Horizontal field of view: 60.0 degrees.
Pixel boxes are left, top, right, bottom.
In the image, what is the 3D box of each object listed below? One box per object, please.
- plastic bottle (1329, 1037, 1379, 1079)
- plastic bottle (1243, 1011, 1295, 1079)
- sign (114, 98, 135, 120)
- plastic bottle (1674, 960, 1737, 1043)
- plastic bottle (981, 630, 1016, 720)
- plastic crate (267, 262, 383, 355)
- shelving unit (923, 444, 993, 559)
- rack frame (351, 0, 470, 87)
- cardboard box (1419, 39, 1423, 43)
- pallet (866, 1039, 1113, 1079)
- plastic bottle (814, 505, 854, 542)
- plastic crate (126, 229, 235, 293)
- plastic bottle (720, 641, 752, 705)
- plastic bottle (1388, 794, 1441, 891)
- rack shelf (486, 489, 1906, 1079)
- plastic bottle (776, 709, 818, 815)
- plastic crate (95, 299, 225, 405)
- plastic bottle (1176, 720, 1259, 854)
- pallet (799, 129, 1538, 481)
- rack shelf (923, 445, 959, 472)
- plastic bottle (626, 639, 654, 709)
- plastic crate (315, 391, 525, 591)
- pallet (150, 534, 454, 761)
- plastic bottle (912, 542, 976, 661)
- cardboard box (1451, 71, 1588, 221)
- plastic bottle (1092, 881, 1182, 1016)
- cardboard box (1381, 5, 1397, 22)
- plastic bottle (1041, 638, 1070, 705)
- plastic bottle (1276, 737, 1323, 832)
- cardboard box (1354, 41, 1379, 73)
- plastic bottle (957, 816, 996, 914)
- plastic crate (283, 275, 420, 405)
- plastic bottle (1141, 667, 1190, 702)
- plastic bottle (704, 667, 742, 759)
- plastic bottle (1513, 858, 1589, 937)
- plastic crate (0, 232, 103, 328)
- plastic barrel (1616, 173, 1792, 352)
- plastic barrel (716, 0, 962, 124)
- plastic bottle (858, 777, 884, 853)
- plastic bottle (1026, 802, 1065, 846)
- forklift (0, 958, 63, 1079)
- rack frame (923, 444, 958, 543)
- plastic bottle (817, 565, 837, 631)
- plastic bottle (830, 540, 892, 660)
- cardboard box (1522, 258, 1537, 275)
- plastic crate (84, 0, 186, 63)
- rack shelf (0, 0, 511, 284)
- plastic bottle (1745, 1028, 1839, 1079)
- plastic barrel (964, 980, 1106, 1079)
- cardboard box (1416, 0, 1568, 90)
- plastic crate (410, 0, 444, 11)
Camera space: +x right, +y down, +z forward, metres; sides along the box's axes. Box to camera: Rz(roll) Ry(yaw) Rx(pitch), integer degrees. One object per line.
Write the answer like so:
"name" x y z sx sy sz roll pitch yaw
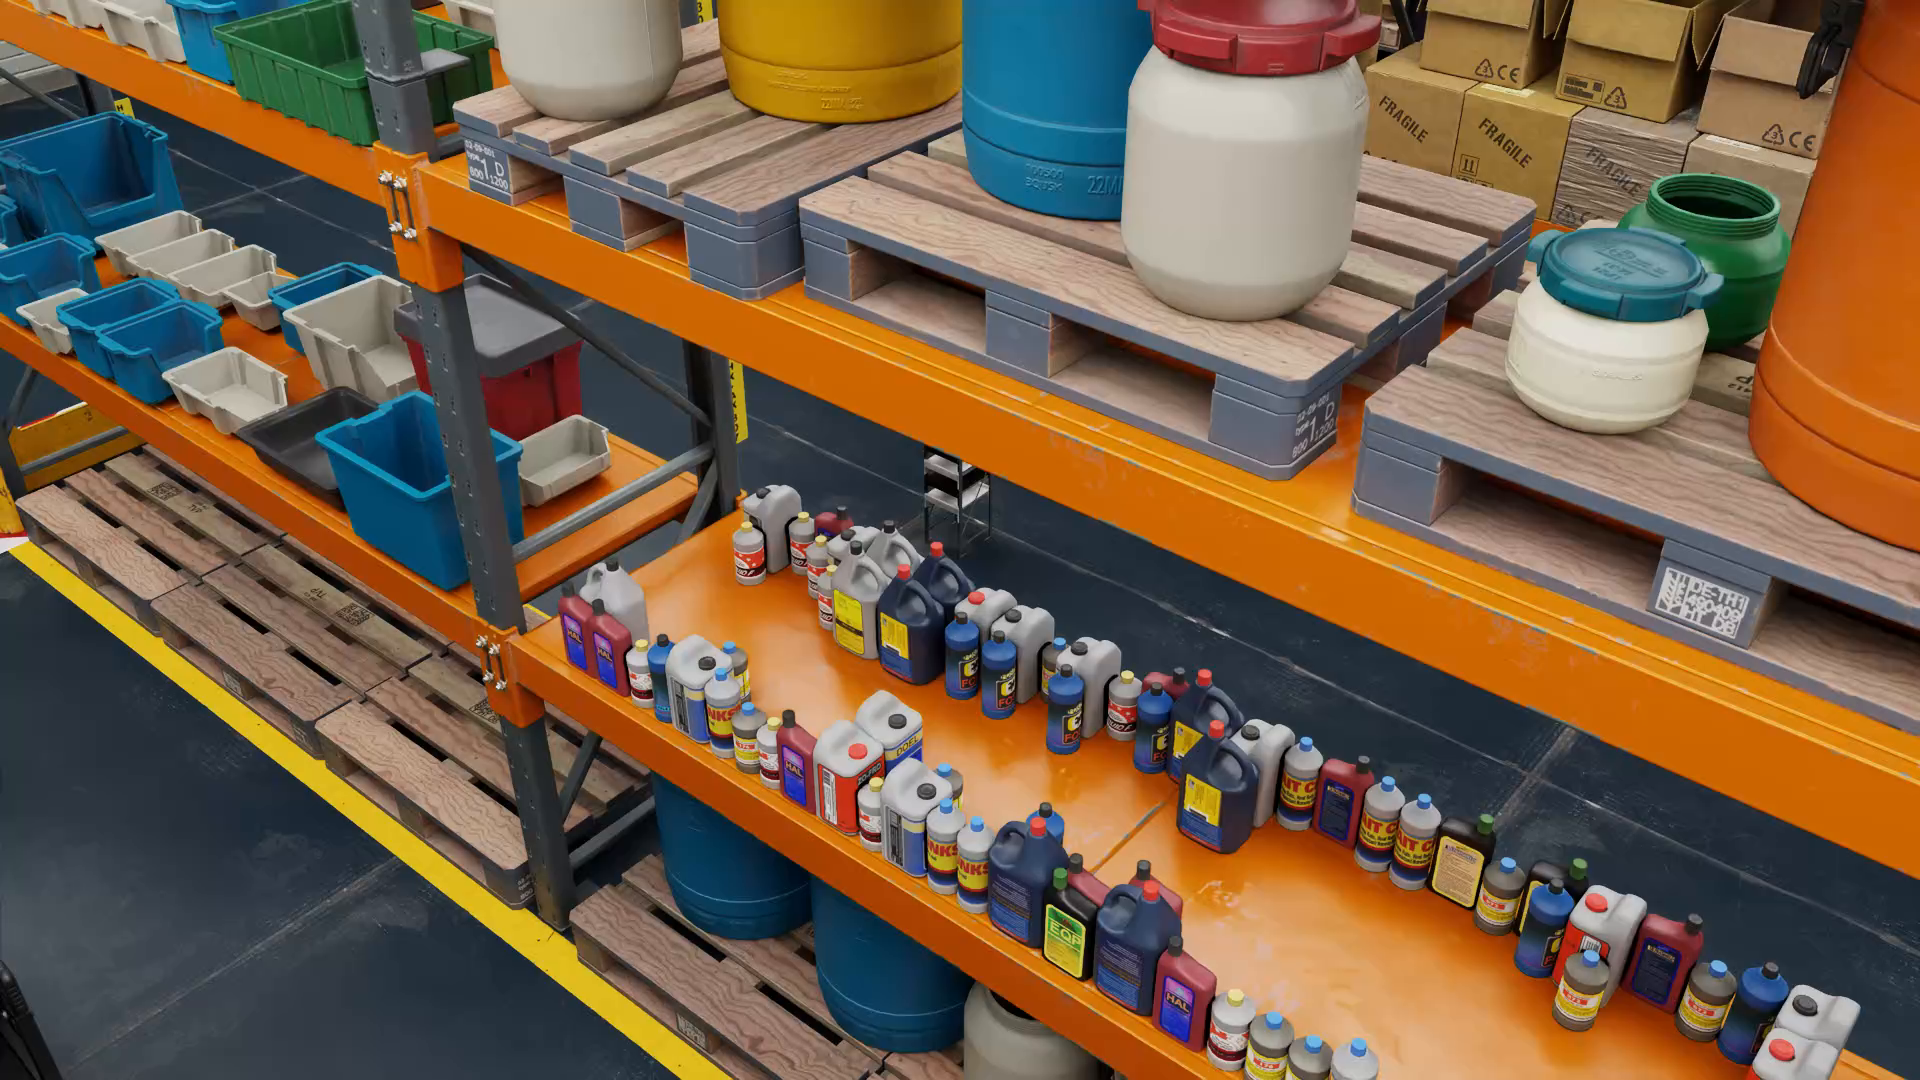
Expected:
"plastic bottle" 0.829 1.157 3.529 0.097 0.271 0.097 0 34 0
"plastic bottle" 0.680 1.115 3.652 0.097 0.201 0.097 0 34 0
"sign" -3.842 -1.871 7.680 0.005 0.325 0.100 25 42 32
"plastic bottle" 1.695 1.035 3.769 0.097 0.201 0.097 0 34 0
"plastic bottle" 0.109 0.370 4.675 0.097 0.271 0.097 0 34 0
"plastic crate" -2.439 -0.882 6.479 0.300 0.233 0.416 25 42 32
"shelving unit" -0.006 -0.374 7.500 0.210 0.900 0.258 25 42 32
"rack frame" -1.107 -2.583 3.562 0.127 3.000 1.000 25 42 32
"cardboard box" 2.596 -2.255 8.296 0.500 0.500 0.500 25 42 32
"pallet" 0.401 1.779 4.973 1.213 0.211 1.003 25 42 32
"plastic bottle" -0.390 0.005 5.197 0.133 0.283 0.061 25 42 32
"plastic crate" -3.225 -1.147 6.950 0.243 0.136 0.396 25 42 32
"plastic bottle" -0.649 0.377 4.726 0.097 0.201 0.097 0 34 0
"plastic bottle" 1.134 0.742 4.134 0.097 0.271 0.097 0 34 0
"rack shelf" 0.430 0.911 4.409 4.000 0.370 1.077 25 42 32
"plastic bottle" -0.416 0.579 4.361 0.133 0.283 0.061 25 42 32
"plastic crate" -2.960 -0.696 6.208 0.300 0.233 0.416 25 42 32
"plastic bottle" 0.661 0.615 4.248 0.185 0.351 0.144 25 42 32
"pallet" 0.431 -0.617 3.516 1.213 0.211 1.003 25 42 32
"rack shelf" -0.006 -0.421 7.467 0.200 0.077 0.258 25 42 32
"plastic bottle" -0.895 0.373 4.733 0.097 0.201 0.097 0 34 0
"plastic crate" -1.684 -0.148 5.278 0.575 0.384 0.392 25 42 32
"pallet" -2.639 0.349 7.056 1.213 0.211 1.003 25 42 32
"plastic bottle" -0.049 0.168 4.899 0.185 0.351 0.144 25 42 32
"cardboard box" 2.642 -1.849 7.704 0.500 0.500 0.500 25 42 32
"plastic bottle" 0.409 0.909 3.820 0.185 0.351 0.144 25 42 32
"cardboard box" 3.524 -4.205 13.107 0.250 0.149 0.380 28 43 34
"plastic bottle" 0.281 0.368 4.740 0.097 0.201 0.097 0 34 0
"plastic bottle" 0.882 0.623 4.307 0.097 0.271 0.097 0 34 0
"cardboard box" 1.868 -2.609 8.770 0.500 0.250 0.500 24 41 31
"plastic bottle" 0.041 0.785 4.070 0.097 0.271 0.097 0 34 0
"plastic crate" -2.163 -0.719 6.199 0.530 0.282 0.437 25 42 32
"plastic bottle" 0.559 0.452 4.545 0.133 0.283 0.061 25 42 32
"plastic bottle" -0.642 0.463 4.539 0.097 0.271 0.097 0 34 0
"plastic bottle" 1.412 0.854 3.960 0.133 0.283 0.061 25 42 32
"plastic crate" -3.696 -1.043 6.714 0.300 0.233 0.416 25 42 32
"plastic barrel" 1.300 -0.490 2.931 0.294 0.245 0.294 0 34 0
"plastic barrel" -0.276 -1.354 3.886 0.600 0.588 0.600 0 34 0
"plastic bottle" -0.212 0.695 4.264 0.097 0.201 0.097 0 34 0
"plastic bottle" 0.208 0.758 4.110 0.097 0.271 0.097 0 34 0
"forklift" -2.792 1.009 3.692 3.031 2.935 1.130 28 43 34
"rack frame" -0.084 -0.411 7.553 0.006 0.900 0.240 25 42 32
"plastic bottle" -0.382 0.168 5.032 0.097 0.201 0.097 0 34 0
"plastic bottle" -0.284 0.164 4.905 0.185 0.351 0.144 25 42 32
"cardboard box" 3.254 -1.015 8.085 0.875 0.875 1.225 24 41 30
"plastic crate" -2.328 -1.532 4.915 0.466 0.136 0.293 25 42 32
"rack shelf" -2.644 -1.774 5.669 4.000 0.370 1.077 25 42 32
"plastic bottle" 1.744 1.159 3.522 0.135 0.276 0.152 25 42 32
"plastic barrel" 0.221 1.447 4.820 0.421 0.512 0.421 0 34 0
"cardboard box" 2.558 -2.491 7.754 0.637 0.503 0.797 24 41 31
"plastic crate" -1.886 -1.861 5.277 0.590 0.269 0.497 25 42 32
